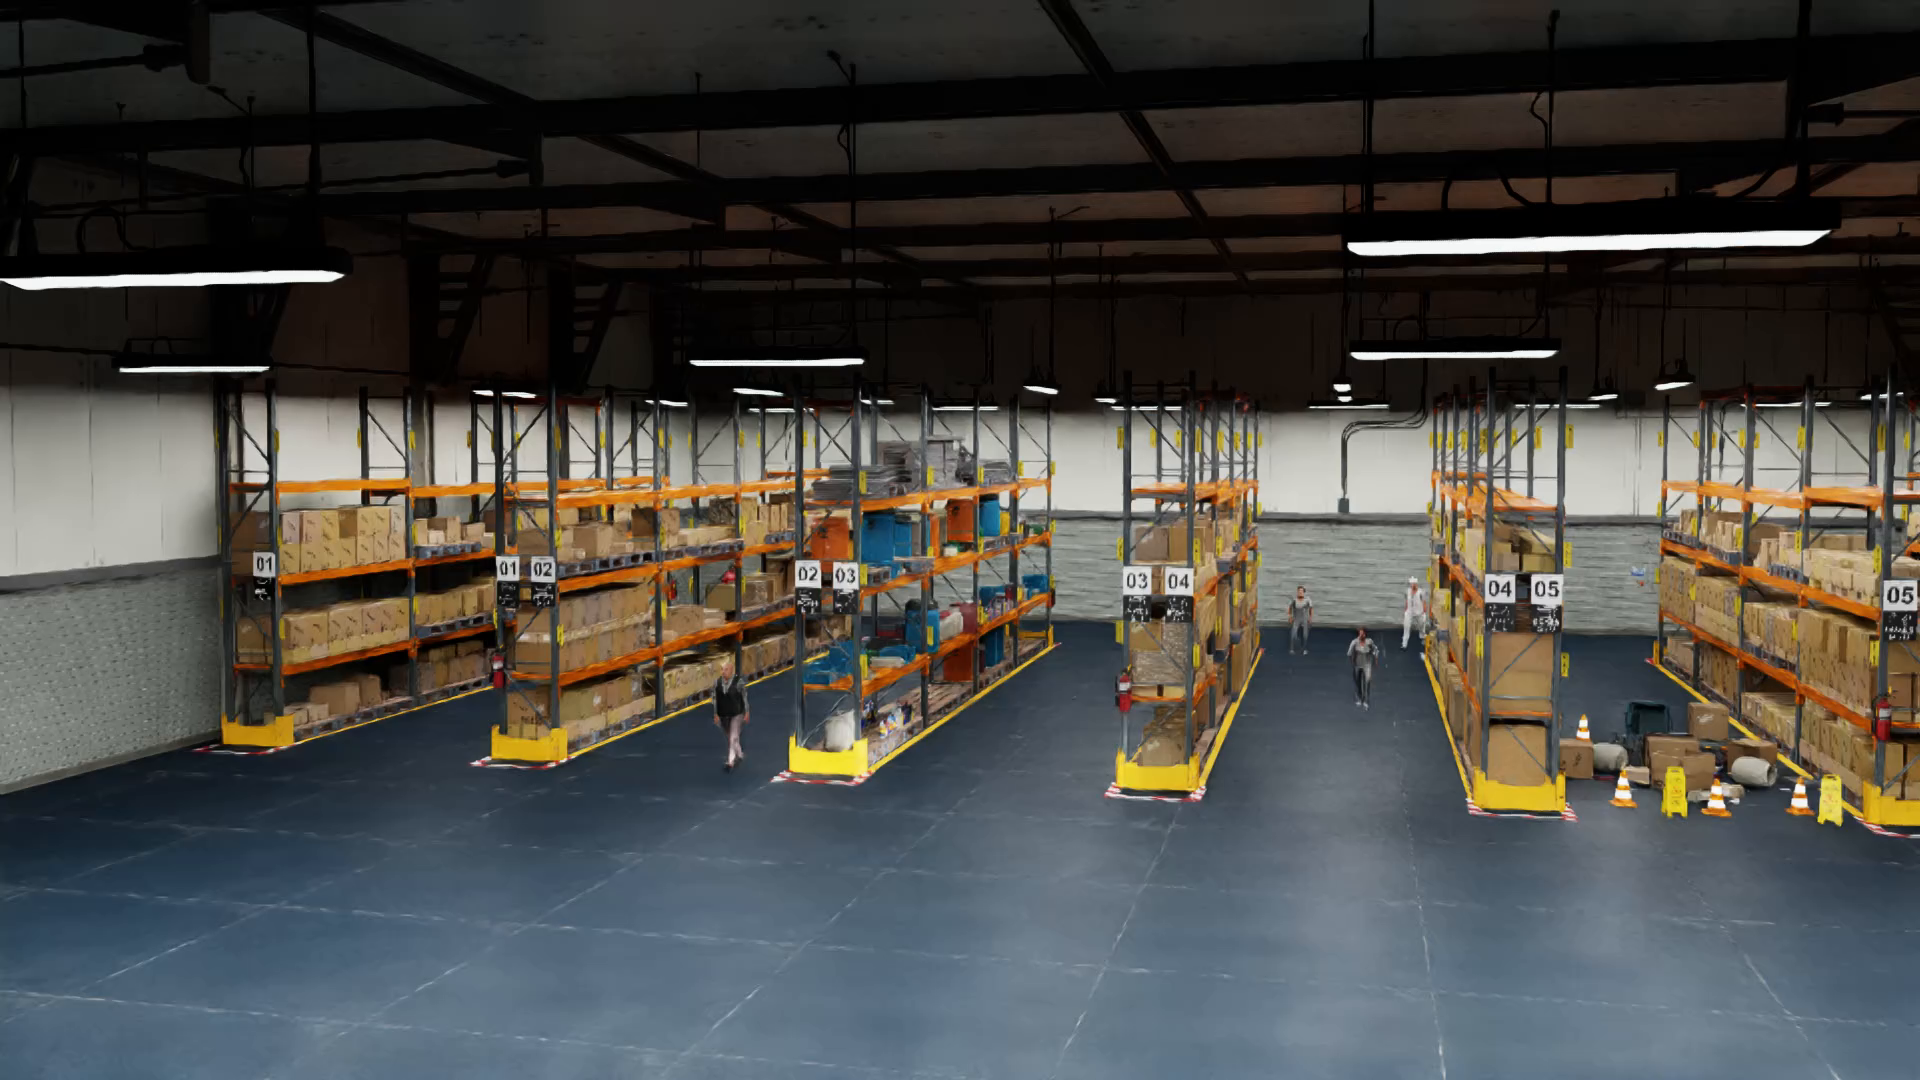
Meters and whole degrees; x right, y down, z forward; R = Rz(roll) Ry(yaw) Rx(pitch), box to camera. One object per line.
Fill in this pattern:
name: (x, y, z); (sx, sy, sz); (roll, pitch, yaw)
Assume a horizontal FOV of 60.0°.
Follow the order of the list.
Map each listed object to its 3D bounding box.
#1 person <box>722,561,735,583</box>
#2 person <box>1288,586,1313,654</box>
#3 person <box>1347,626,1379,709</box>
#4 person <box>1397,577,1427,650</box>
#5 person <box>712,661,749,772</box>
person: (-6.276, 1.442, 45.089); (0.727, 1.723, 0.486); (-3, 4, -40)
person: (7.958, 1.867, 38.896); (0.580, 1.619, 0.507); (1, 3, 11)
person: (7.538, 2.368, 31.151); (0.562, 1.530, 0.815); (1, 4, 19)
person: (10.882, 1.755, 39.813); (0.595, 1.745, 0.983); (3, 4, 36)
person: (-3.517, 2.648, 25.251); (0.544, 1.646, 1.101); (1, 4, 17)
